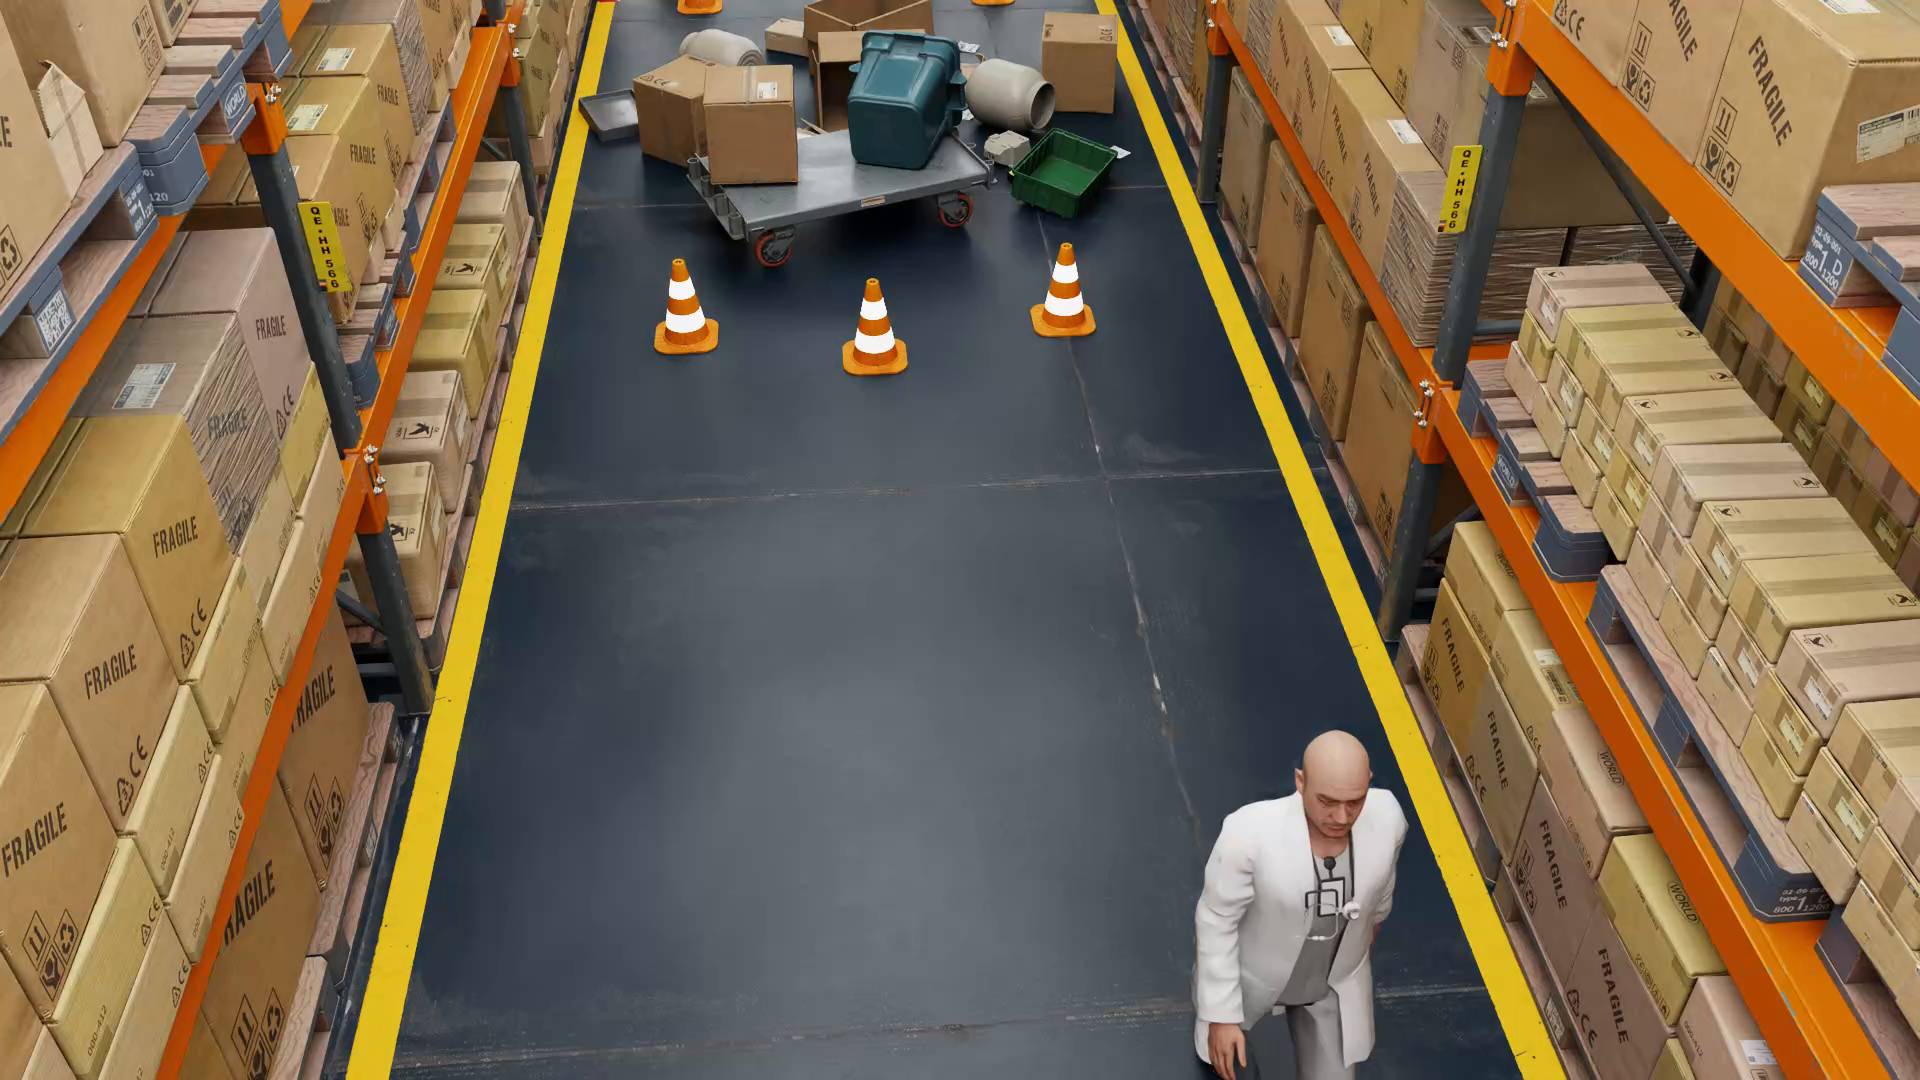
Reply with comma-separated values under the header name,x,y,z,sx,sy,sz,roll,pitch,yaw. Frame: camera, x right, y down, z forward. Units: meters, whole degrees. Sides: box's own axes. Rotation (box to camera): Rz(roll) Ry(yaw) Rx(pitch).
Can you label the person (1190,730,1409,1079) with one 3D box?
name,x,y,z,sx,sy,sz,roll,pitch,yaw
person,0.949,1.202,4.663,0.637,1.717,1.194,-2,39,-3
